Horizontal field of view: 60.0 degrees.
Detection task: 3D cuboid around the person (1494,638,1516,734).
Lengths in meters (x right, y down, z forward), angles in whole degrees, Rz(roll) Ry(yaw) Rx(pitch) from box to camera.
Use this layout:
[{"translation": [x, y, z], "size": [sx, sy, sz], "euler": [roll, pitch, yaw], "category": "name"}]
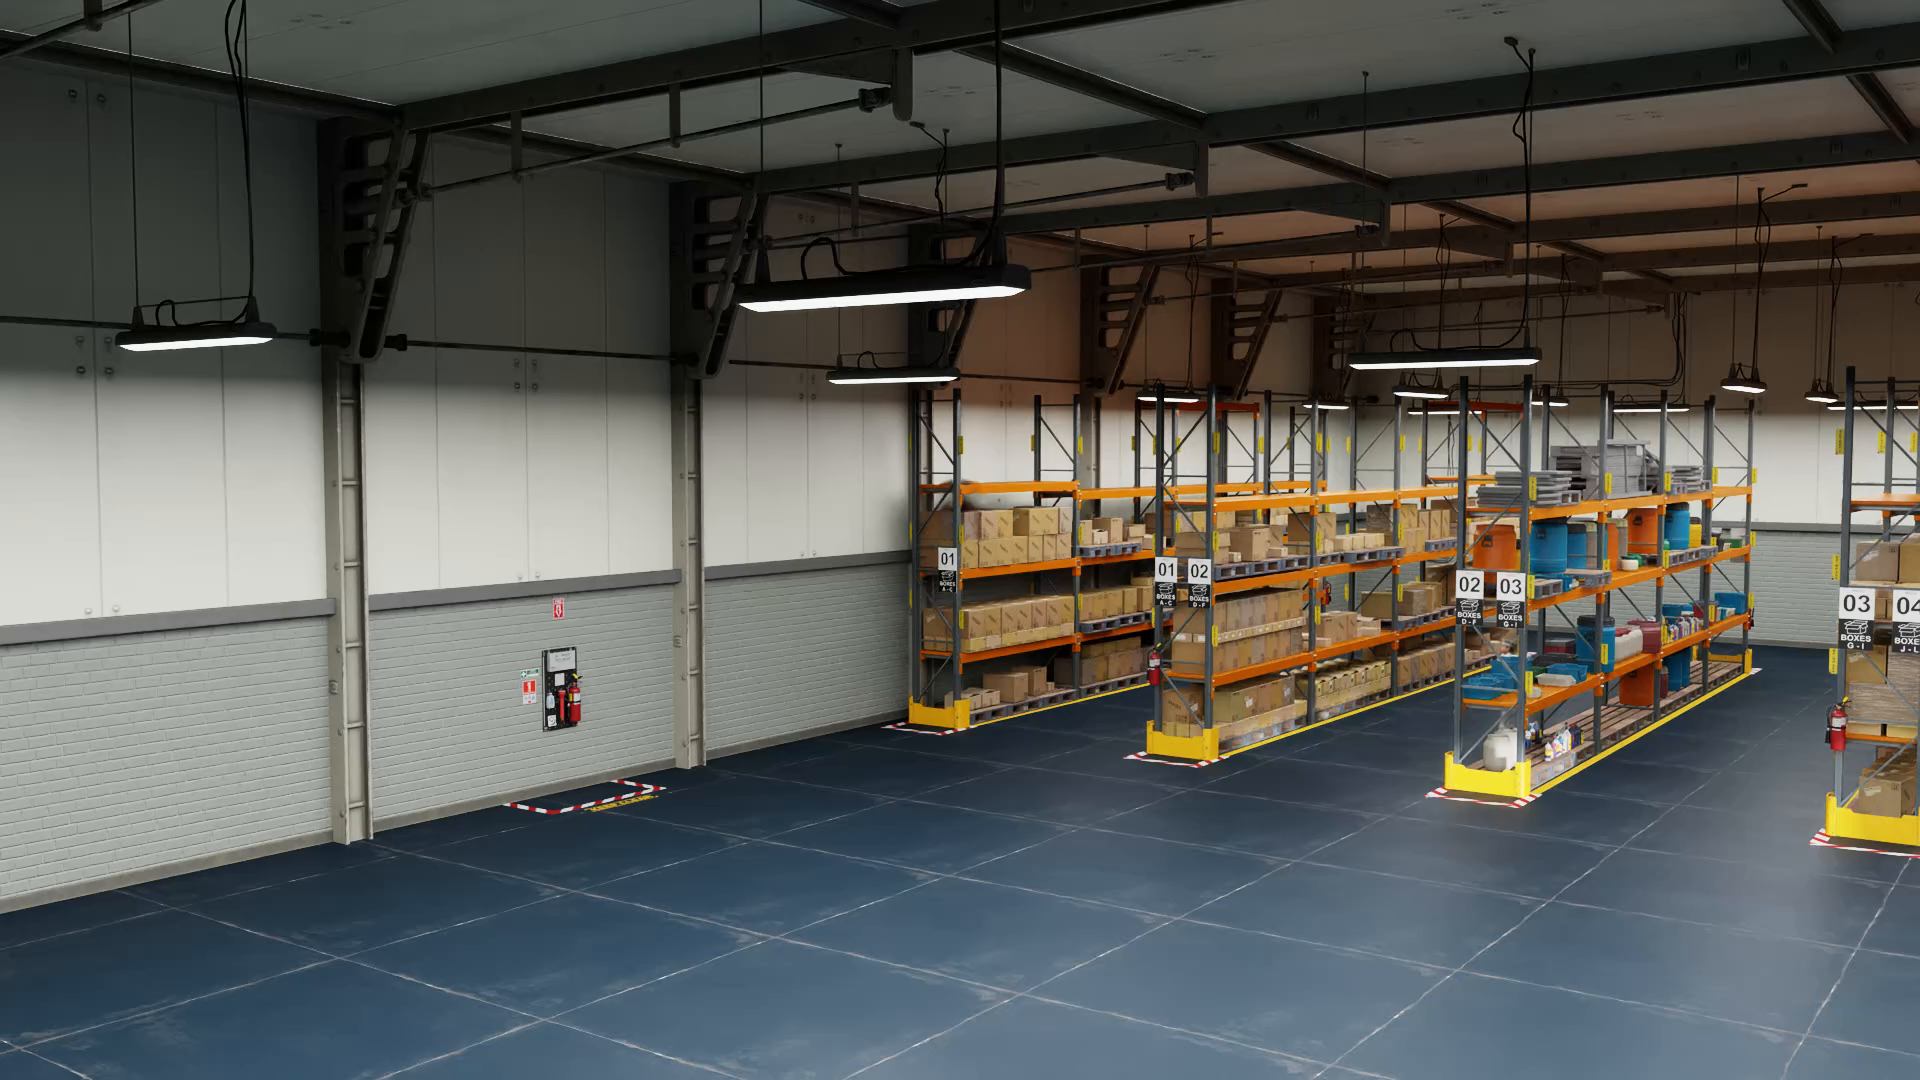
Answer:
[{"translation": [9.457, 2.528, 28.913], "size": [0.586, 1.639, 0.948], "euler": [3, 4, 41], "category": "person"}]
